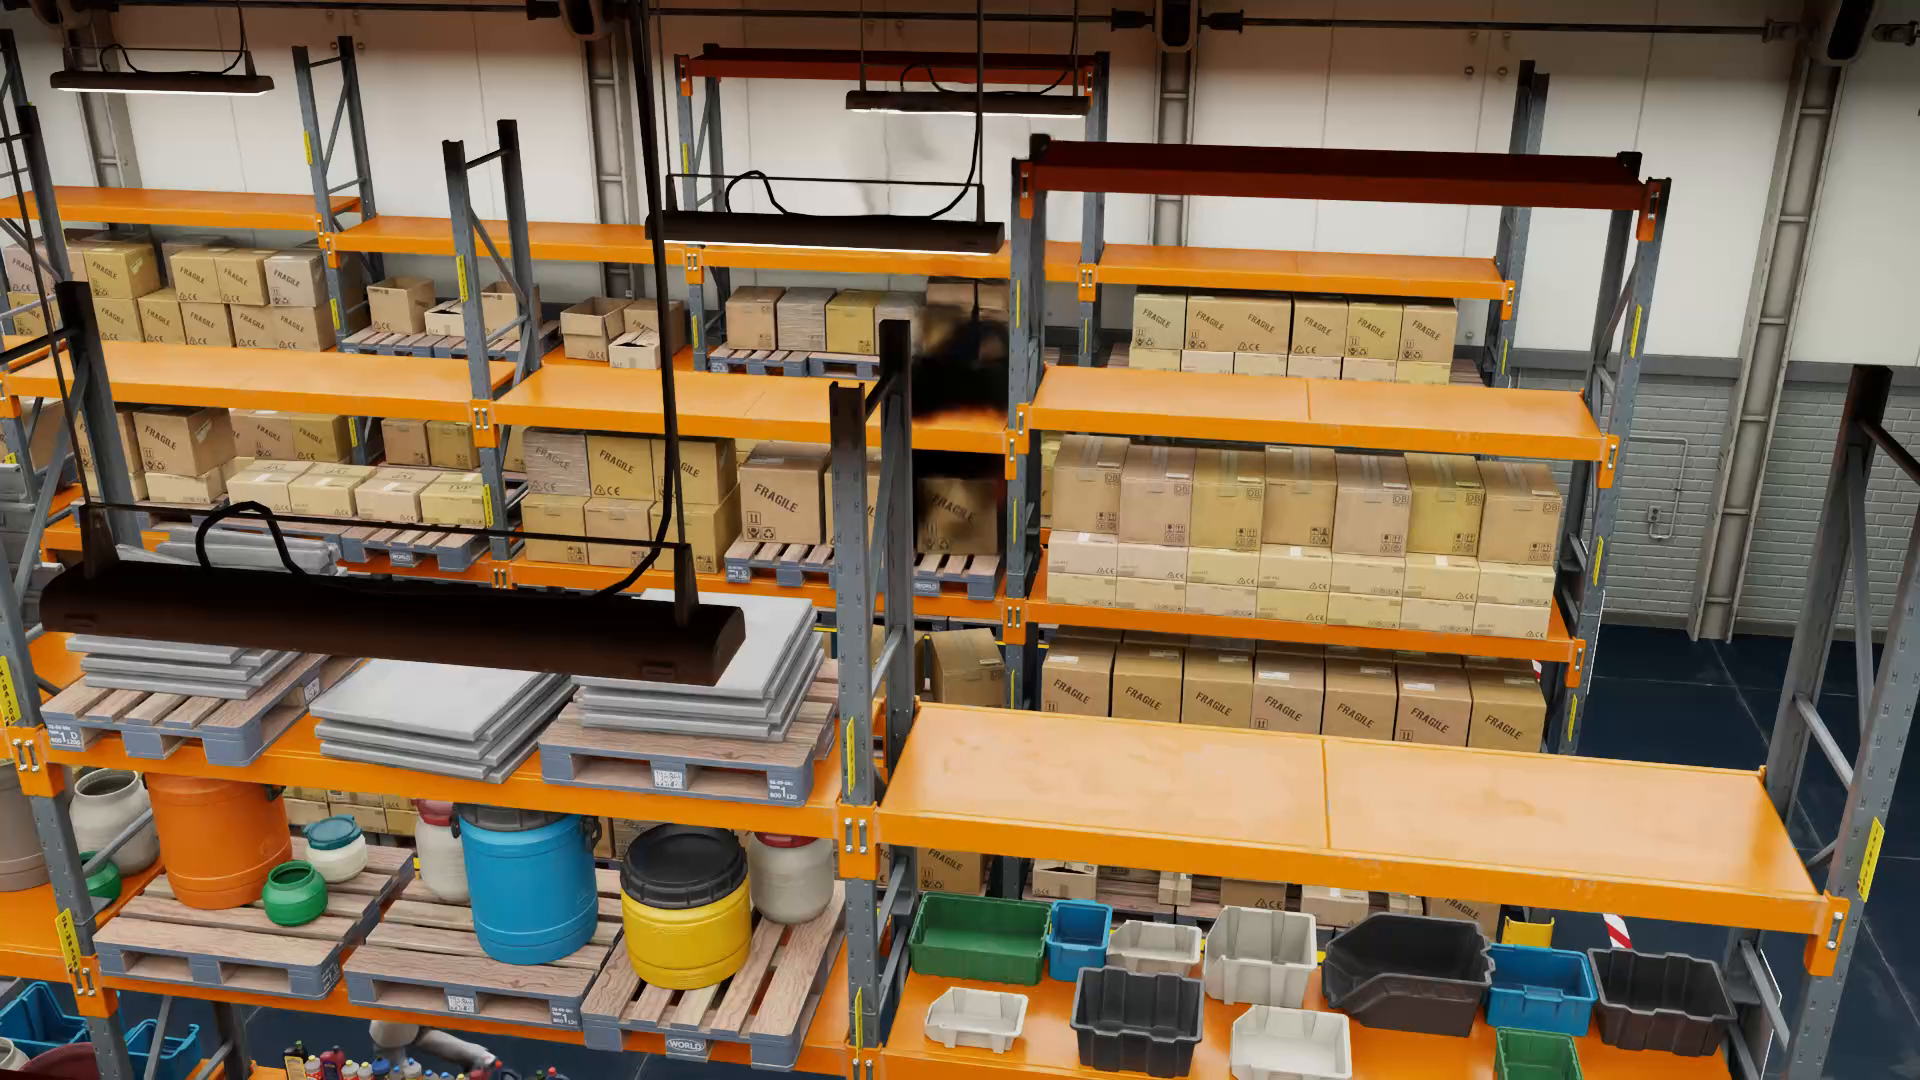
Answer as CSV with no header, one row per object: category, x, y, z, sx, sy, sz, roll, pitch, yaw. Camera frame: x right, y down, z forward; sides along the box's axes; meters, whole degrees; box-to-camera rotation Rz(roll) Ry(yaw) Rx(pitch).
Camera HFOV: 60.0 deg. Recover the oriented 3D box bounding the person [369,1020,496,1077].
person,-3.599,3.076,10.964,0.949,1.681,0.709,3,23,7
